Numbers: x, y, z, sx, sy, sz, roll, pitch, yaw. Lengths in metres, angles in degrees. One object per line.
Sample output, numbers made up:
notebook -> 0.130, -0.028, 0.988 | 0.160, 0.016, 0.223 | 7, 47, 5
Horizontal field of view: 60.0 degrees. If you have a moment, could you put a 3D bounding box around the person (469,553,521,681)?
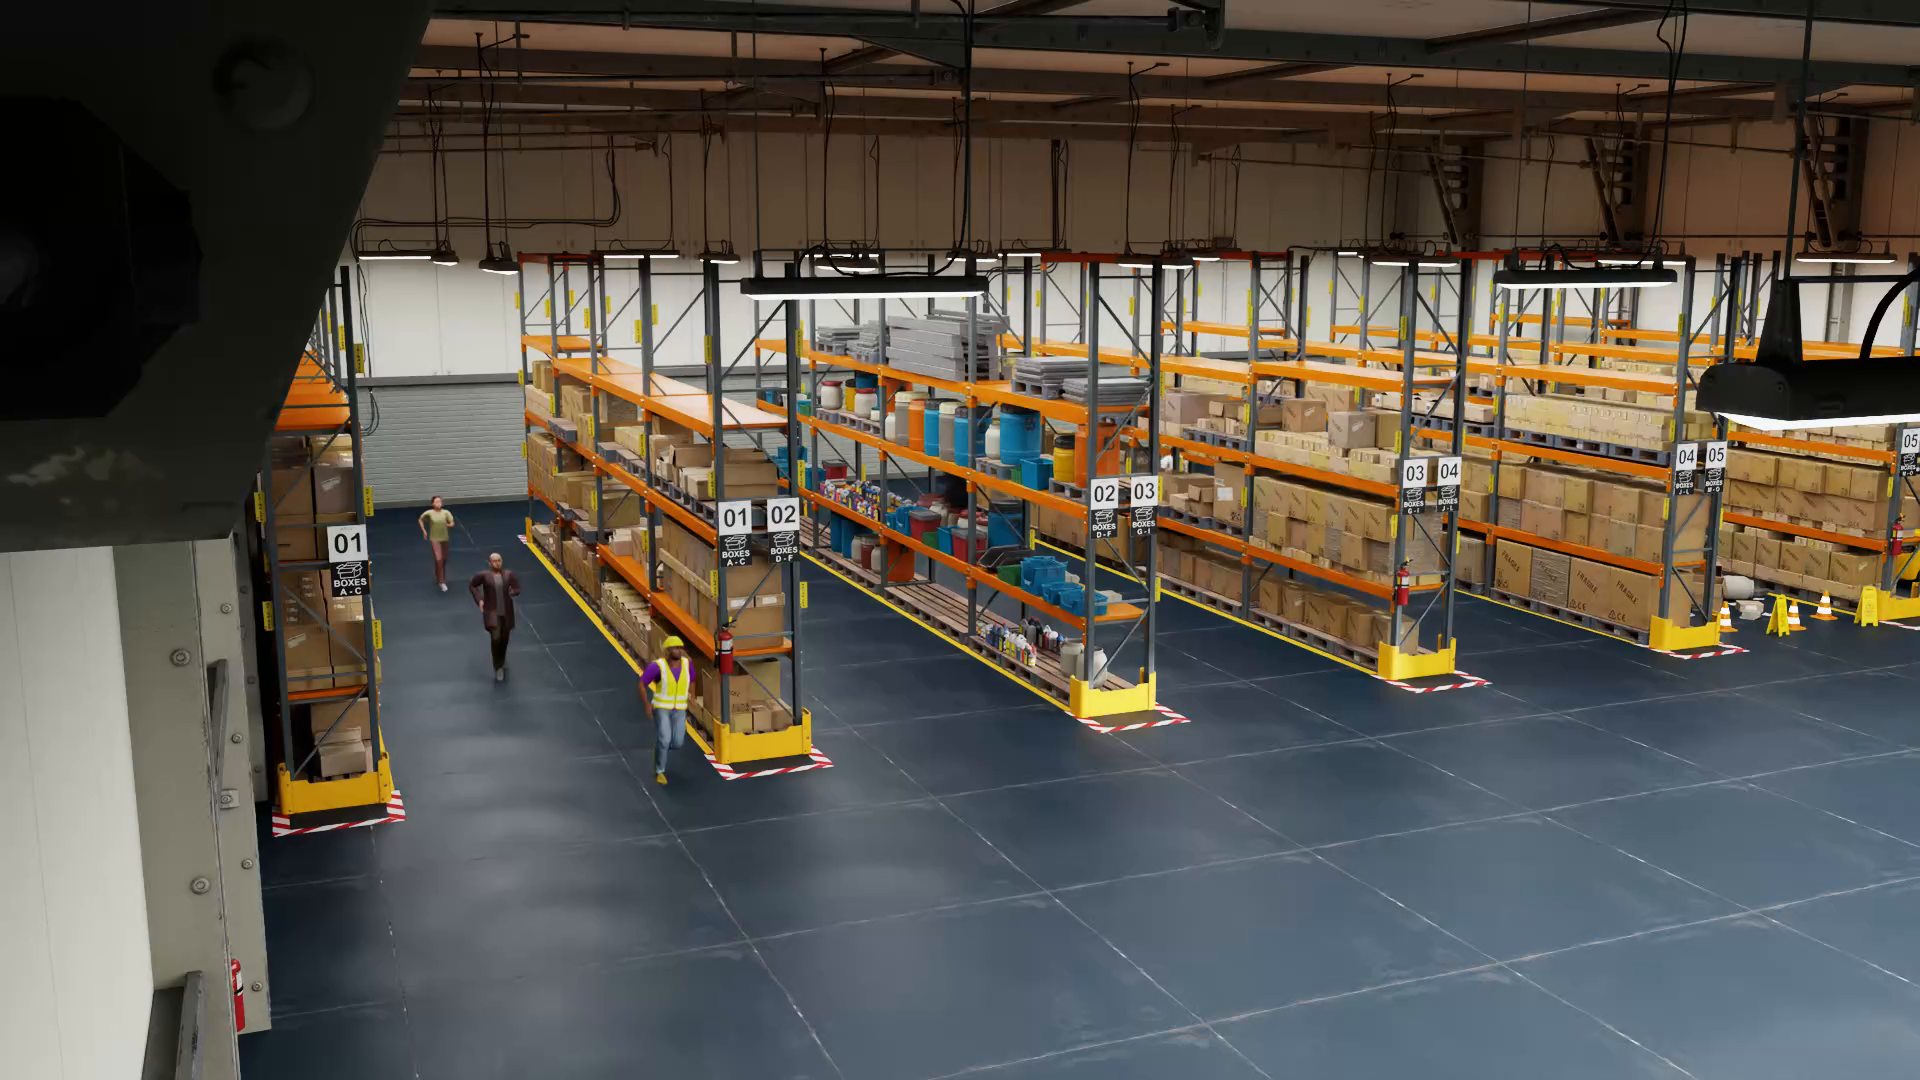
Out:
person -> -6.692, 1.100, 24.106 | 0.682, 1.841, 0.801 | -6, 12, -30

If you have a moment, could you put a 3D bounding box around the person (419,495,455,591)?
person -> -9.438, 0.024, 30.142 | 0.562, 1.688, 0.915 | -8, 13, -36

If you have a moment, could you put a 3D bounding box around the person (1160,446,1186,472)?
person -> 4.785, -1.308, 37.337 | 0.710, 1.766, 0.934 | -5, 11, -23

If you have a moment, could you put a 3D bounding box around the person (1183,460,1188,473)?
person -> 5.689, -2.214, 42.168 | 0.705, 1.824, 0.632 | -9, 14, -40

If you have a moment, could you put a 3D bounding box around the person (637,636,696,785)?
person -> -3.440, 1.972, 19.630 | 0.743, 1.726, 0.589 | -6, 12, -31
